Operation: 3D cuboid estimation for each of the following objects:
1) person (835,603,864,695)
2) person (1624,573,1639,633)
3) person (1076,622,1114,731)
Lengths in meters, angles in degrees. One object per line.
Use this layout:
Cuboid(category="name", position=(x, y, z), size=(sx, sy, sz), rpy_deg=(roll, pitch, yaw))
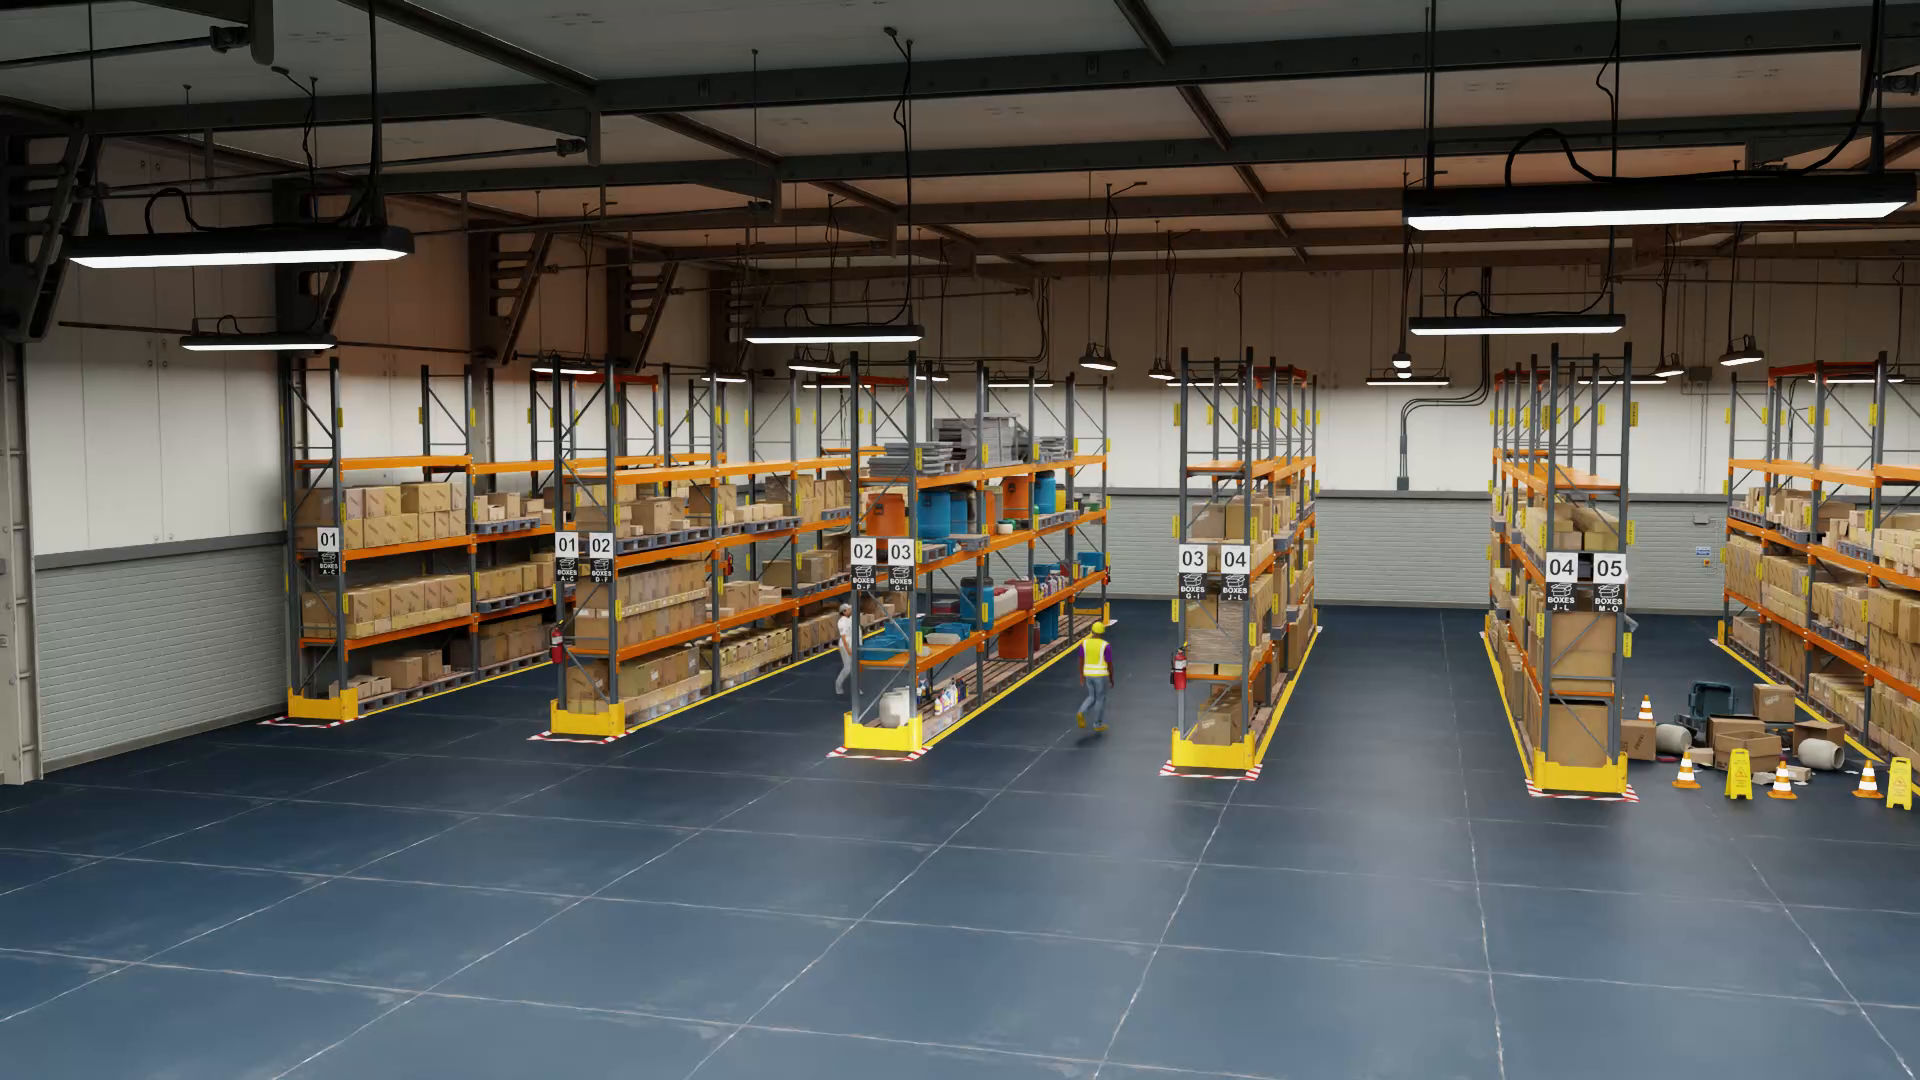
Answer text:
Cuboid(category="person", position=(-1.975, 1.972, 30.093), size=(0.530, 1.665, 0.553), rpy_deg=(4, 5, 40))
Cuboid(category="person", position=(15.235, 1.297, 38.471), size=(0.866, 1.720, 0.565), rpy_deg=(1, 4, 11))
Cuboid(category="person", position=(2.155, 2.171, 26.433), size=(0.603, 1.756, 0.564), rpy_deg=(-4, 6, -41))
